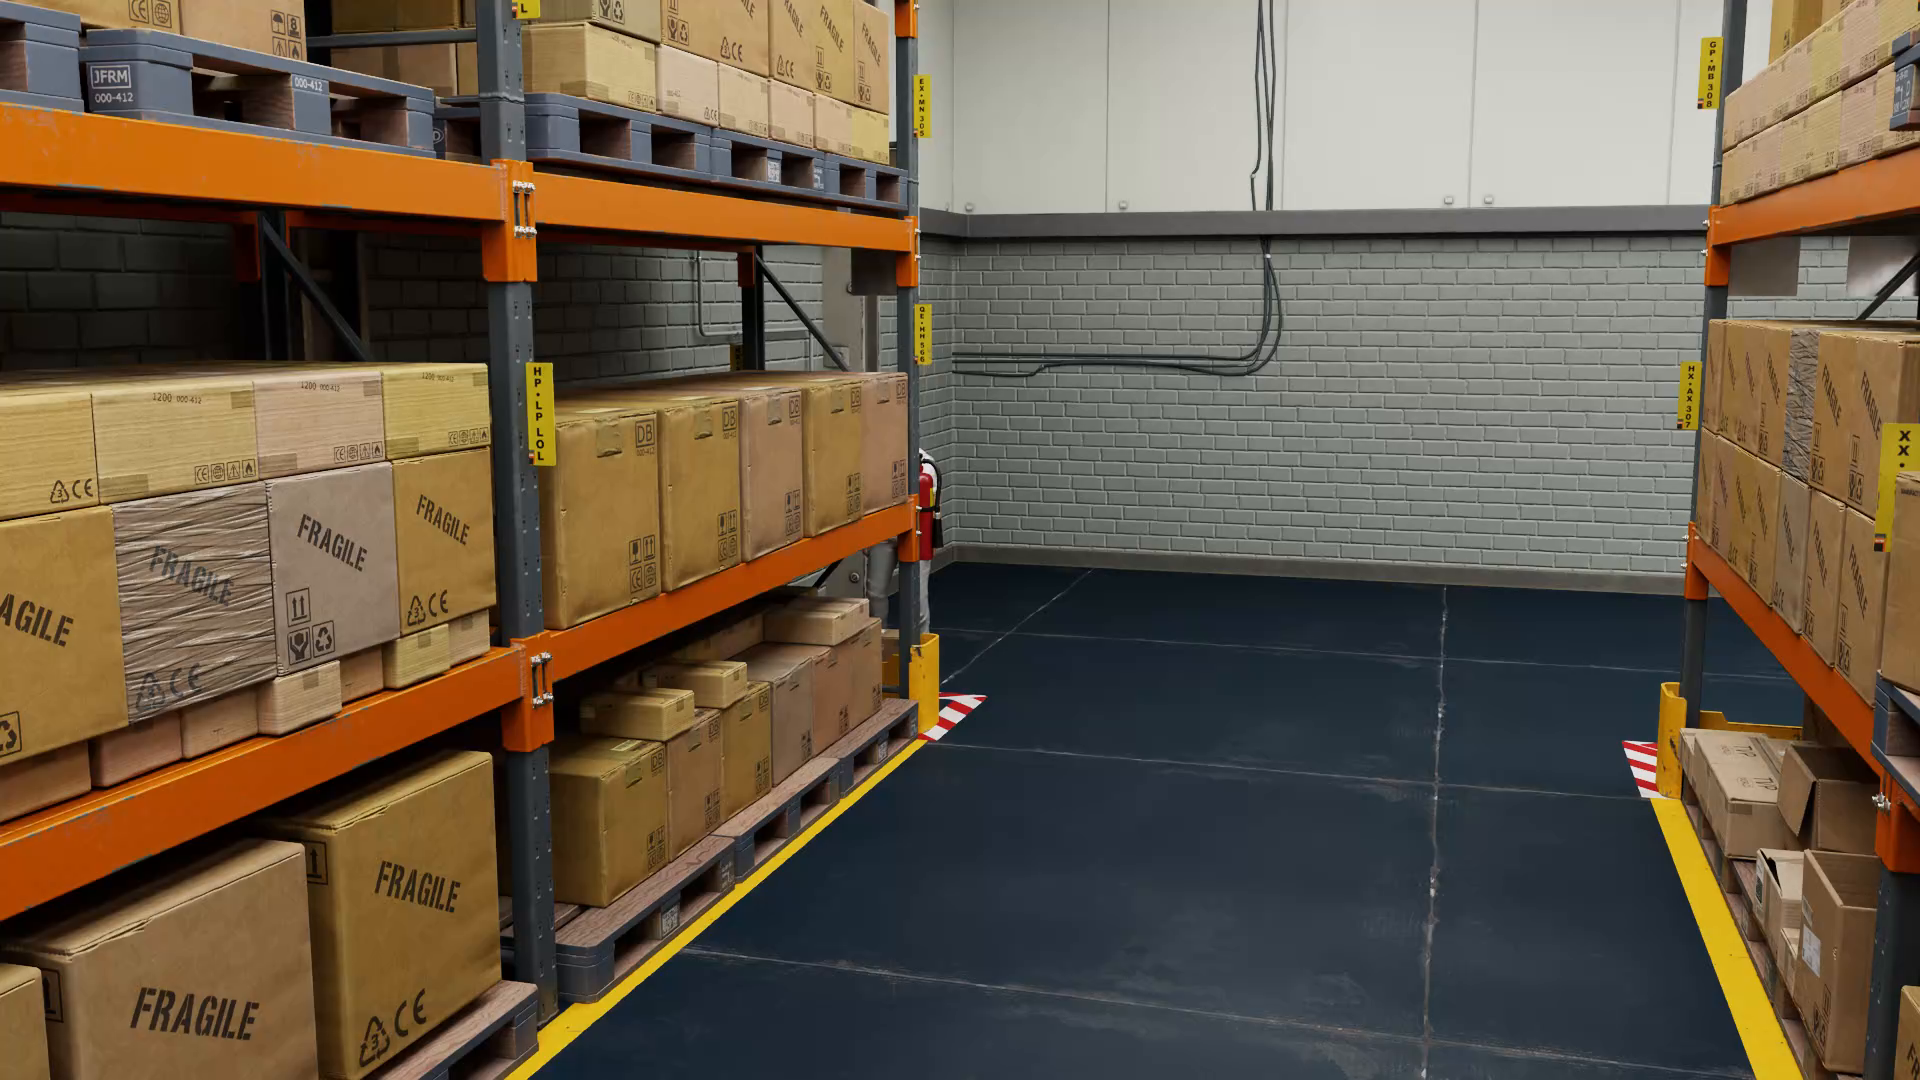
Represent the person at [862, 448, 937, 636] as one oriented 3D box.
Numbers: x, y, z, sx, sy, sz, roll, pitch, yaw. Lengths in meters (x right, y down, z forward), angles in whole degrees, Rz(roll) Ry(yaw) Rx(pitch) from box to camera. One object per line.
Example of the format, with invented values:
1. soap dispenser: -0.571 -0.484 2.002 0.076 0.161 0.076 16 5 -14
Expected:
1. person: -0.408 -0.007 10.863 0.537 1.666 0.468 3 9 16
